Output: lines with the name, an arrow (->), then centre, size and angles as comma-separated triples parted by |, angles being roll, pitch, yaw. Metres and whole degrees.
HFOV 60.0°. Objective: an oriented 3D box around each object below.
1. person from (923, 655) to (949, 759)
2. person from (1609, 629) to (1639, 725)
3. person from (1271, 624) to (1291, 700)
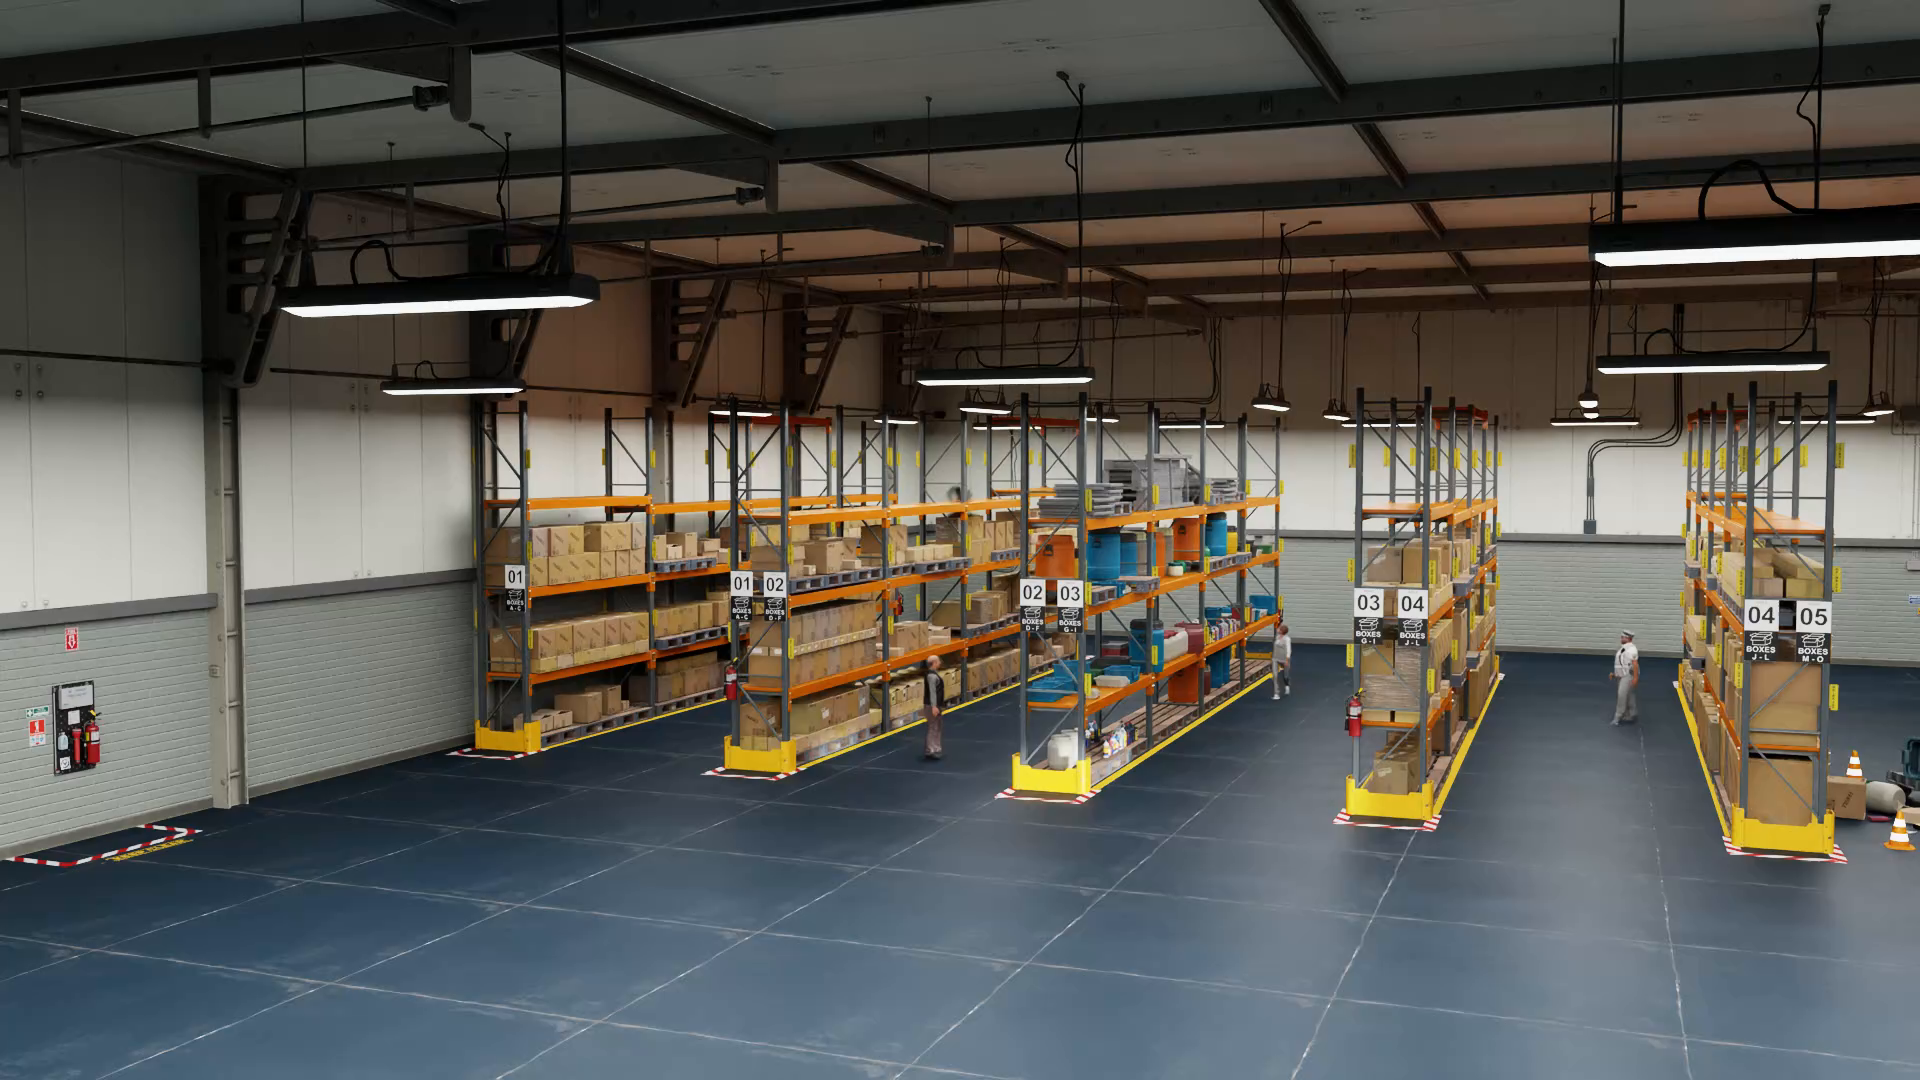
person -> -0.399, 2.806, 27.821 | 0.447, 1.757, 0.588 | 0, 3, -1
person -> 12.596, 2.601, 31.579 | 0.752, 1.786, 0.610 | -1, 3, -14
person -> 6.693, 2.524, 34.649 | 0.426, 1.560, 0.667 | 1, 3, 18
